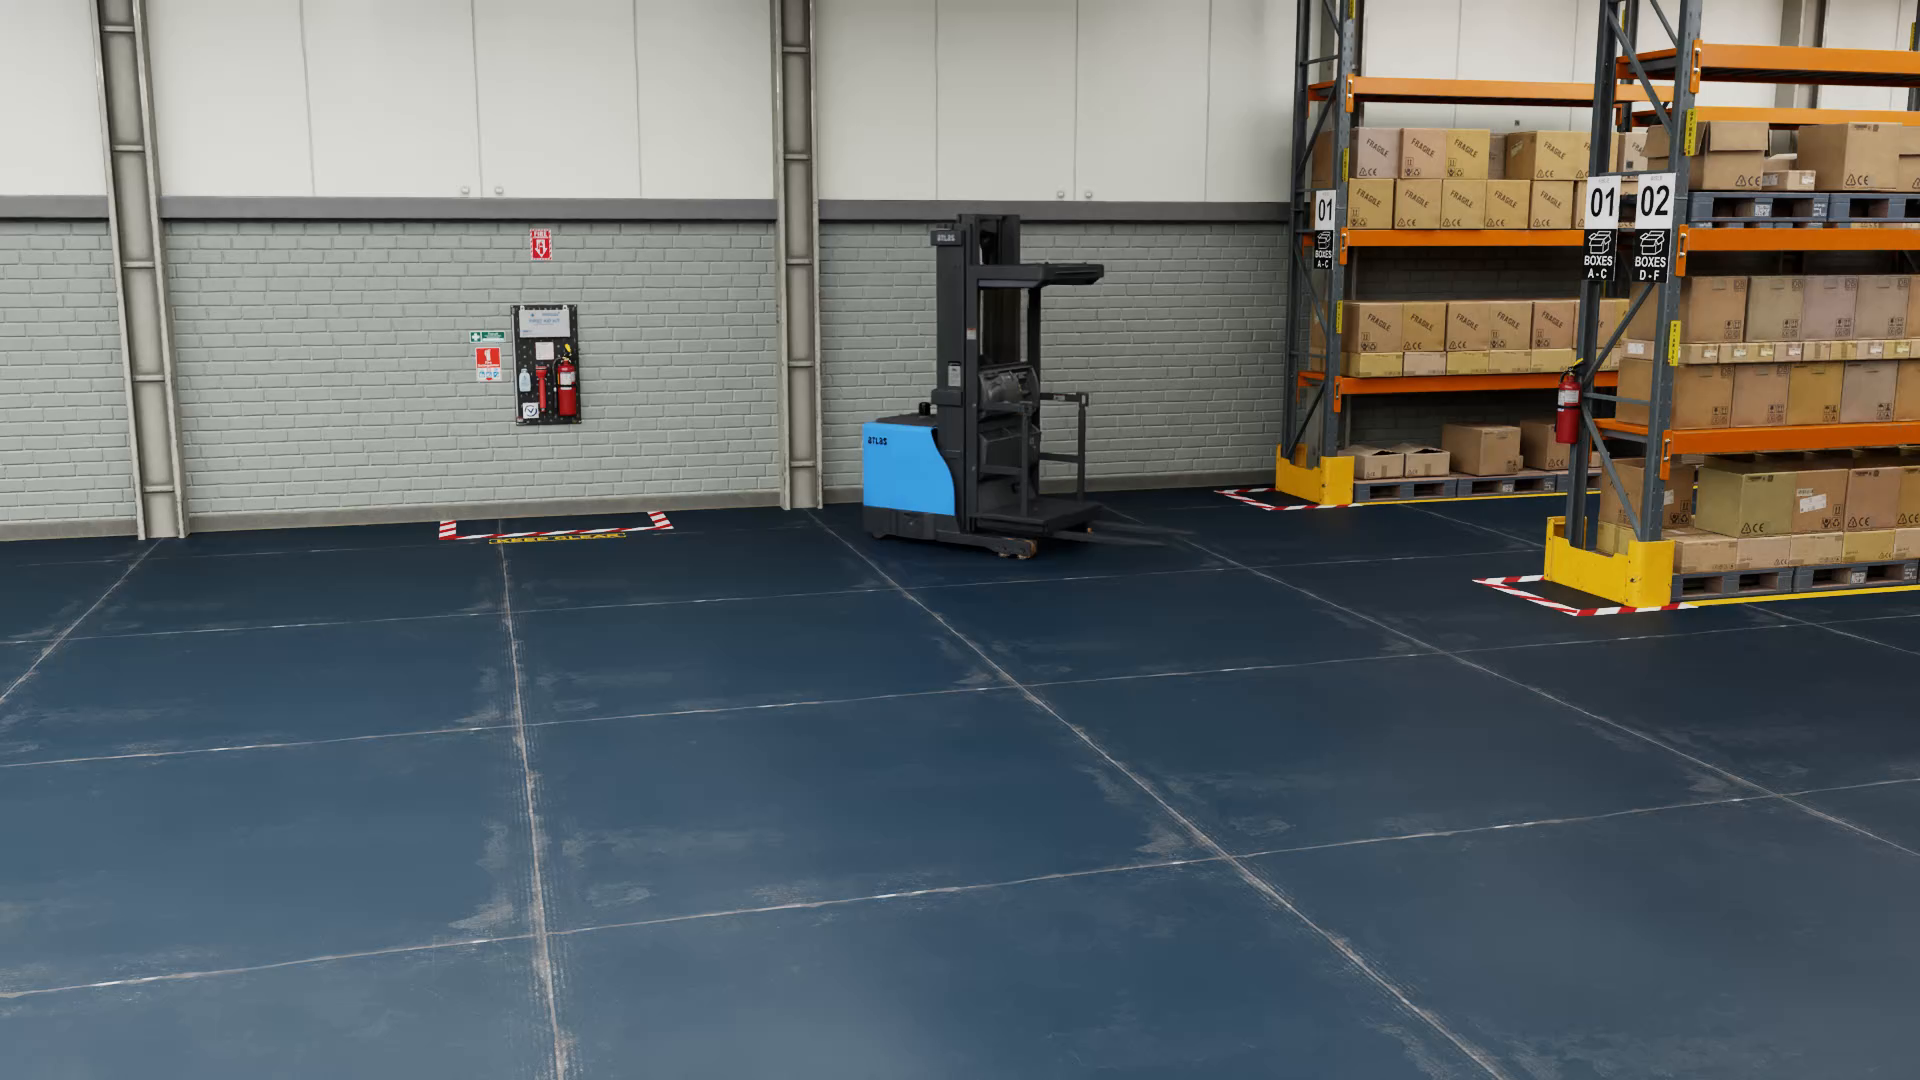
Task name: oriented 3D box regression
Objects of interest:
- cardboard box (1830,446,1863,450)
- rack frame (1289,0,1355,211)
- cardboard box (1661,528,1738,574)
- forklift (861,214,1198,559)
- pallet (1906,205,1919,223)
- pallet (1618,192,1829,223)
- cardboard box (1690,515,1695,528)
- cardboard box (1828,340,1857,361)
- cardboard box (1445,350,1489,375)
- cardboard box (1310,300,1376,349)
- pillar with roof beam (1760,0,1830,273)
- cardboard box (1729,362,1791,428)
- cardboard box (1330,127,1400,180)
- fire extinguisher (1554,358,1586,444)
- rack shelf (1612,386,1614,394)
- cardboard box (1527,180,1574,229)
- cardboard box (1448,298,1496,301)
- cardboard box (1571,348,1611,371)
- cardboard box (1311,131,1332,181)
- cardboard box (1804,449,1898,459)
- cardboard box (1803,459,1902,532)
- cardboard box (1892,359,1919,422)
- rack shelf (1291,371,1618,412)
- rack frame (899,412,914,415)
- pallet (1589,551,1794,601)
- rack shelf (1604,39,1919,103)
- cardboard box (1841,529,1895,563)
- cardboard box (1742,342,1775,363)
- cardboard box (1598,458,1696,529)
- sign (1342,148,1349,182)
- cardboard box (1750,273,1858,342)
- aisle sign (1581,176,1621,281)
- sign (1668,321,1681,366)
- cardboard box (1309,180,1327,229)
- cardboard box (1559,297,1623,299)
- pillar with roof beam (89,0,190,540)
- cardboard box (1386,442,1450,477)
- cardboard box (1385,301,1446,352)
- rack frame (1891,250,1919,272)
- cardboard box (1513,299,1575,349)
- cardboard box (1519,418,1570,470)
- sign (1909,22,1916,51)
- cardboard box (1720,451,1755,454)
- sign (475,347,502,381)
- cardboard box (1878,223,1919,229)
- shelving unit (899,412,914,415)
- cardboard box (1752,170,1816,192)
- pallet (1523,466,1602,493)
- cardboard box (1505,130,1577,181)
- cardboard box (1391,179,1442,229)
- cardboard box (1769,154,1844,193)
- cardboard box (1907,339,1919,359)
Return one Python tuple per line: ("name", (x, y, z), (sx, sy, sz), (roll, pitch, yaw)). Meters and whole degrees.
("cardboard box", (10.175, -1.276, 19.583), (0.500, 0.500, 0.700), (-3, 11, -16))
("rack frame", (3.698, -4.886, 16.934), (0.127, 3.000, 1.000), (-3, 11, -16))
("cardboard box", (5.663, 0.083, 12.949), (0.500, 0.250, 0.500), (-3, 11, -16))
("forklift", (0.608, -1.384, 14.674), (3.031, 2.935, 1.130), (7, 12, 33))
("pallet", (8.115, -2.661, 13.377), (1.213, 0.211, 1.003), (-3, 11, -16))
("pallet", (5.772, -2.537, 12.707), (1.213, 0.211, 1.003), (-3, 11, -16))
("cardboard box", (5.995, -0.034, 13.586), (0.500, 0.250, 0.500), (-3, 11, -16))
("cardboard box", (6.759, -1.490, 12.993), (0.250, 0.149, 0.380), (-3, 11, -17))
("cardboard box", (5.241, -1.894, 17.614), (0.500, 0.250, 0.500), (-3, 11, -17))
("cardboard box", (4.091, -2.301, 17.751), (0.500, 0.500, 0.500), (-3, 11, -17))
("pillar with roof beam", (11.092, -4.627, 15.527), (0.400, 9.000, 9.100), (-3, 11, -16))
("cardboard box", (6.041, -1.172, 13.056), (0.500, 0.500, 0.700), (-3, 11, -14))
("cardboard box", (4.136, -3.938, 16.981), (0.500, 0.500, 0.500), (-4, 11, -20))
("fire extinguisher", (4.843, -1.111, 13.213), (0.183, 0.674, 0.296), (-3, 11, -16))
("rack shelf", (9.459, -1.885, 19.191), (4.000, 0.370, 1.077), (-3, 11, -16))
("cardboard box", (6.112, -3.545, 17.607), (0.500, 0.500, 0.500), (-3, 11, -18))
("cardboard box", (5.556, -2.377, 18.165), (0.500, 0.500, 0.500), (-3, 11, -15))
("cardboard box", (6.688, -1.973, 18.043), (0.500, 0.250, 0.500), (-3, 11, -16))
("cardboard box", (4.039, -4.028, 17.469), (0.500, 0.500, 0.500), (-3, 11, -13))
("cardboard box", (7.434, -0.480, 13.936), (0.500, 0.500, 0.500), (-3, 11, -16))
("cardboard box", (7.104, -0.361, 13.290), (0.500, 0.500, 0.500), (-3, 11, -16))
("cardboard box", (7.515, -1.250, 13.477), (0.500, 0.500, 0.700), (-3, 11, -15))
("rack shelf", (5.618, -1.683, 18.092), (4.000, 0.370, 1.077), (-3, 11, -16))
("rack frame", (-0.517, -0.726, 16.294), (0.008, 1.050, 0.200), (10, 14, 43))
("pallet", (5.809, 0.251, 13.302), (1.213, 0.211, 1.003), (-3, 11, -16))
("rack shelf", (7.006, -3.575, 12.908), (4.000, 0.370, 1.077), (-3, 11, -16))
("cardboard box", (7.104, 0.007, 13.359), (0.500, 0.250, 0.500), (-3, 11, -16))
("cardboard box", (6.016, -1.451, 12.779), (0.250, 0.149, 0.380), (-3, 11, -16))
("cardboard box", (5.518, -0.376, 13.372), (0.500, 0.500, 0.500), (-3, 11, -16))
("sign", (3.850, -3.746, 16.614), (0.005, 0.325, 0.100), (-3, 11, -16))
("cardboard box", (6.576, -1.839, 13.094), (0.500, 0.500, 0.700), (-3, 11, -16))
("aisle sign", (4.941, -2.400, 12.824), (0.004, 0.787, 0.394), (-3, 11, -16))
("sign", (5.236, -1.442, 12.189), (0.005, 0.325, 0.100), (-3, 11, -16))
("cardboard box", (4.028, -3.535, 17.548), (0.500, 0.500, 0.500), (-2, 11, -12))
("cardboard box", (7.029, -2.455, 18.588), (0.500, 0.500, 0.500), (-3, 11, -17))
("pillar with roof beam", (-6.190, -3.716, 10.579), (0.400, 9.000, 9.100), (-3, 11, -16))
("cardboard box", (4.935, -0.877, 17.942), (0.500, 0.311, 0.500), (-2, 11, -11))
("cardboard box", (4.718, -2.235, 17.395), (0.500, 0.500, 0.500), (-3, 11, -16))
("rack frame", (11.379, -2.340, 19.676), (0.127, 3.000, 1.000), (-3, 11, -16))
("cardboard box", (6.207, -2.315, 17.827), (0.500, 0.500, 0.500), (-3, 11, -18))
("cardboard box", (6.553, -1.065, 18.440), (0.500, 0.500, 0.500), (-4, 11, -20))
("sign", (11.221, -5.924, 19.557), (0.005, 0.325, 0.100), (-3, 11, -16))
("cardboard box", (8.723, -1.200, 19.170), (0.500, 0.500, 0.700), (-3, 11, -17))
("sign", (-4.576, -1.706, 16.136), (0.234, 0.329, 0.001), (-3, 11, -16))
("cardboard box", (10.763, -3.698, 18.958), (0.500, 0.311, 0.500), (-3, 11, -16))
("shelving unit", (-0.429, -0.711, 16.211), (0.252, 1.050, 0.215), (10, 14, 43))
("cardboard box", (6.265, -2.730, 12.658), (0.250, 0.149, 0.380), (-3, 11, -16))
("pallet", (6.904, -0.726, 18.611), (1.213, 0.211, 1.003), (-3, 11, -16))
("cardboard box", (6.112, -4.033, 17.496), (0.500, 0.500, 0.500), (-3, 11, -18))
("cardboard box", (4.615, -3.464, 17.164), (0.500, 0.500, 0.500), (-2, 11, -12))
("cardboard box", (6.652, -2.913, 13.204), (0.500, 0.311, 0.500), (-2, 11, -9))
("cardboard box", (7.506, -1.530, 13.207), (0.250, 0.149, 0.380), (-3, 11, -14))
